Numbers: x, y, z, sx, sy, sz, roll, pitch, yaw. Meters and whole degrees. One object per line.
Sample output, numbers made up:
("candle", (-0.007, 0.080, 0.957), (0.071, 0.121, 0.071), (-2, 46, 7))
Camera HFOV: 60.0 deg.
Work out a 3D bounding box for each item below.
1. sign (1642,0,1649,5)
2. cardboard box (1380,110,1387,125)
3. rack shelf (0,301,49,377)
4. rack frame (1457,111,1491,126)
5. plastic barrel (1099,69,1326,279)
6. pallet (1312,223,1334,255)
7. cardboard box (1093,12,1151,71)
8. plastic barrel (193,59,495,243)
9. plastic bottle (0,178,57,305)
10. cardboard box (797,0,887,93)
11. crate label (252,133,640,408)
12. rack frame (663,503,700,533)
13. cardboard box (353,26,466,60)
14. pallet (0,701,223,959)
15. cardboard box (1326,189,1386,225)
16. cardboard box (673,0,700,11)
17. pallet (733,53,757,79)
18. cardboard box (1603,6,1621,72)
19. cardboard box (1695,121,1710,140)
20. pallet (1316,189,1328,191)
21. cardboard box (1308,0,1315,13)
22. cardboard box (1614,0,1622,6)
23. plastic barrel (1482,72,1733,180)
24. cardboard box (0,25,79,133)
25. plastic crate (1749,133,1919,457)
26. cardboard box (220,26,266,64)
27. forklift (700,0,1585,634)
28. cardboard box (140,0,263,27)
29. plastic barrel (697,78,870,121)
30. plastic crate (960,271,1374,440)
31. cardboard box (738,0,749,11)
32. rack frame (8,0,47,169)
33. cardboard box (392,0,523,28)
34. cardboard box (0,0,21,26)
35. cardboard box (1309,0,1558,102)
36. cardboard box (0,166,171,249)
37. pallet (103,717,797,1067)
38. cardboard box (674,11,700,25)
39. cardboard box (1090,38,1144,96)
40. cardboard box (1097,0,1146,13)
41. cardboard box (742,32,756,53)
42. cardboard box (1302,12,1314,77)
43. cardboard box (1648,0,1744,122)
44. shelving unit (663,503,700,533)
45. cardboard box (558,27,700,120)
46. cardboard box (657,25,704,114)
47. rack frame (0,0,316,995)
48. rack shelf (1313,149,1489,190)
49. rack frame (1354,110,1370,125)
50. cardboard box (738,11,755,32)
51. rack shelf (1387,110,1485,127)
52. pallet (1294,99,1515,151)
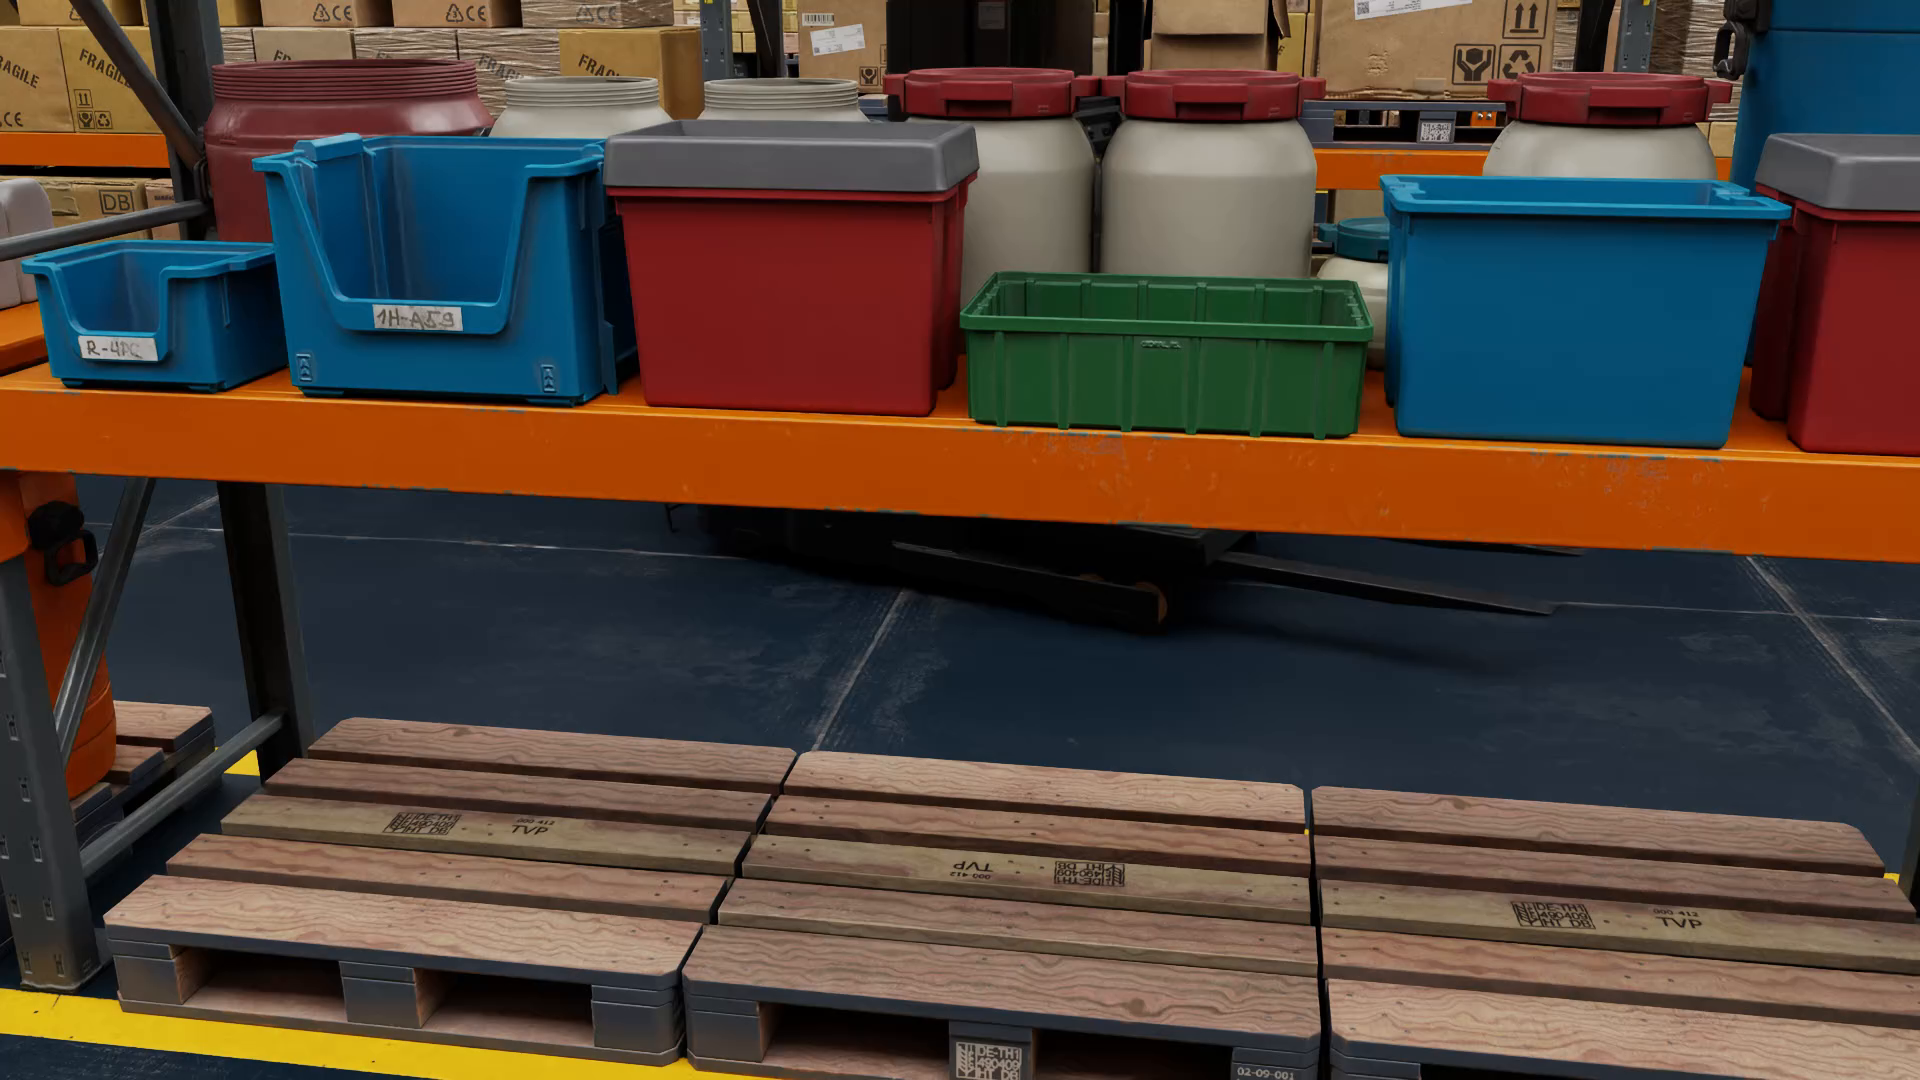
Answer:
("sign", (2.825, -2.359, 6.800), (0.005, 0.325, 0.100), (3, 19, 9))
("cardboard box", (5.690, -5.411, 21.418), (0.500, 0.250, 0.500), (3, 19, 9))
("rack shelf", (-3.801, -0.393, 3.883), (4.000, 0.370, 1.077), (3, 19, 9))
("rack frame", (3.796, -3.532, 12.133), (0.127, 3.000, 1.000), (3, 19, 9))
("plastic barrel", (0.489, -0.650, 3.305), (0.433, 0.535, 0.433), (0, 18, 0))
("pallet", (3.022, -2.225, 12.621), (1.213, 0.211, 1.003), (3, 19, 9))
("cardboard box", (1.247, -3.624, 12.249), (0.500, 0.500, 0.500), (3, 19, 9))
("plastic barrel", (-1.320, -0.769, 3.661), (0.708, 0.536, 0.600), (3, 19, 9))
("plastic bottle", (-2.202, -0.697, 3.856), (0.135, 0.276, 0.152), (3, 19, 9))
("cardboard box", (-0.501, -2.417, 7.980), (0.500, 0.500, 0.500), (1, 19, 2))
("crate label", (-0.888, -0.515, 3.060), (0.616, 0.435, 0.502), (3, 19, 9))
("rack frame", (-1.170, -0.635, 6.340), (0.006, 1.200, 0.240), (-4, 16, 24))
("cardboard box", (-2.571, -2.232, 8.088), (0.500, 0.500, 0.500), (2, 19, 7))
("pallet", (-2.611, 0.662, 3.990), (1.213, 0.211, 1.003), (3, 19, 9))
("cardboard box", (3.168, -2.668, 12.433), (0.750, 0.750, 1.050), (3, 19, 8))
("cardboard box", (-1.987, -4.043, 12.455), (0.250, 0.149, 0.380), (4, 19, 11))
("pallet", (-2.115, -3.730, 13.025), (1.213, 0.211, 1.003), (3, 19, 9))
("cardboard box", (4.708, -3.568, 12.004), (0.550, 0.550, 0.875), (3, 19, 9))
("cardboard box", (3.074, -1.759, 7.230), (0.250, 0.149, 0.380), (3, 19, 9))
("pallet", (3.712, -3.805, 17.341), (1.213, 0.211, 1.003), (3, 19, 9))
("cardboard box", (2.796, -4.102, 12.103), (0.500, 0.500, 0.700), (3, 19, 8))
("cardboard box", (4.716, -4.095, 11.877), (0.550, 0.550, 0.875), (3, 19, 9))
("plastic barrel", (1.214, -0.613, 3.194), (0.433, 0.535, 0.433), (0, 18, 0))
("cardboard box", (-4.575, -2.332, 8.389), (0.500, 0.500, 0.500), (3, 19, 9))
("plastic crate", (1.597, -0.391, 2.643), (0.583, 0.464, 0.402), (3, 19, 9))
("cardboard box", (-3.585, -2.282, 8.238), (0.500, 0.500, 0.500), (2, 19, 7))
("forklift", (0.576, -1.278, 5.504), (3.031, 2.935, 1.130), (10, 21, 27))
("cardboard box", (-3.682, -2.842, 8.330), (0.637, 0.503, 0.797), (3, 19, 9))
("plastic barrel", (-0.361, -0.680, 3.433), (0.421, 0.512, 0.421), (0, 18, 0))
("plastic crate", (0.359, -0.331, 2.898), (0.662, 0.188, 0.450), (3, 19, 9))
("cardboard box", (-1.481, -4.016, 12.374), (0.250, 0.149, 0.380), (3, 19, 10))
("rack frame", (-4.990, -2.386, 8.708), (0.127, 3.000, 1.000), (3, 19, 9))
("cardboard box", (-2.403, -2.784, 8.157), (0.637, 0.503, 0.797), (3, 19, 10))
("cardboard box", (-5.422, -2.916, 8.877), (0.500, 0.500, 0.500), (3, 19, 9))
("cardboard box", (2.147, -2.551, 7.593), (1.000, 1.000, 1.000), (3, 19, 9))
("cardboard box", (-4.355, -1.552, 8.901), (0.875, 0.875, 1.225), (3, 19, 9))
("pallet", (-1.067, 0.740, 3.758), (1.213, 0.211, 1.003), (3, 19, 9))
("cardboard box", (-1.988, -3.901, 12.501), (0.250, 0.149, 0.380), (3, 19, 10))
("cardboard box", (0.578, -2.157, 7.596), (0.500, 0.250, 0.500), (2, 19, 7))
("cardboard box", (1.294, -4.179, 12.334), (0.500, 0.500, 0.700), (3, 19, 8))
("cardboard box", (-1.458, -3.734, 12.470), (0.250, 0.149, 0.380), (3, 19, 8))
("cardboard box", (2.739, -3.548, 12.022), (0.500, 0.500, 0.500), (3, 19, 8))
("cardboard box", (3.343, -2.130, 7.316), (0.500, 0.500, 0.875), (3, 19, 9))
("shelving unit", (-1.087, -0.641, 6.302), (0.189, 1.200, 0.258), (-4, 16, 24))
("cardboard box", (-1.567, -2.180, 7.932), (0.500, 0.500, 0.500), (4, 19, 10))
("cardboard box", (-1.477, -2.342, 8.418), (0.500, 0.500, 0.500), (3, 19, 10))
("rack frame", (-1.826, -0.633, 3.468), (0.127, 3.000, 1.000), (3, 19, 9))
("rack shelf", (0.934, -1.743, 7.919), (4.000, 0.370, 1.077), (3, 19, 9))
("rack frame", (5.265, -6.644, 21.431), (0.127, 3.000, 1.000), (3, 19, 9))
("cardboard box", (-1.485, -3.875, 12.423), (0.250, 0.149, 0.380), (3, 19, 9))
("rack shelf", (1.821, -3.292, 12.548), (4.000, 0.370, 1.077), (3, 19, 9))
("pallet", (2.177, -1.977, 7.786), (1.213, 0.211, 1.003), (3, 19, 9))
